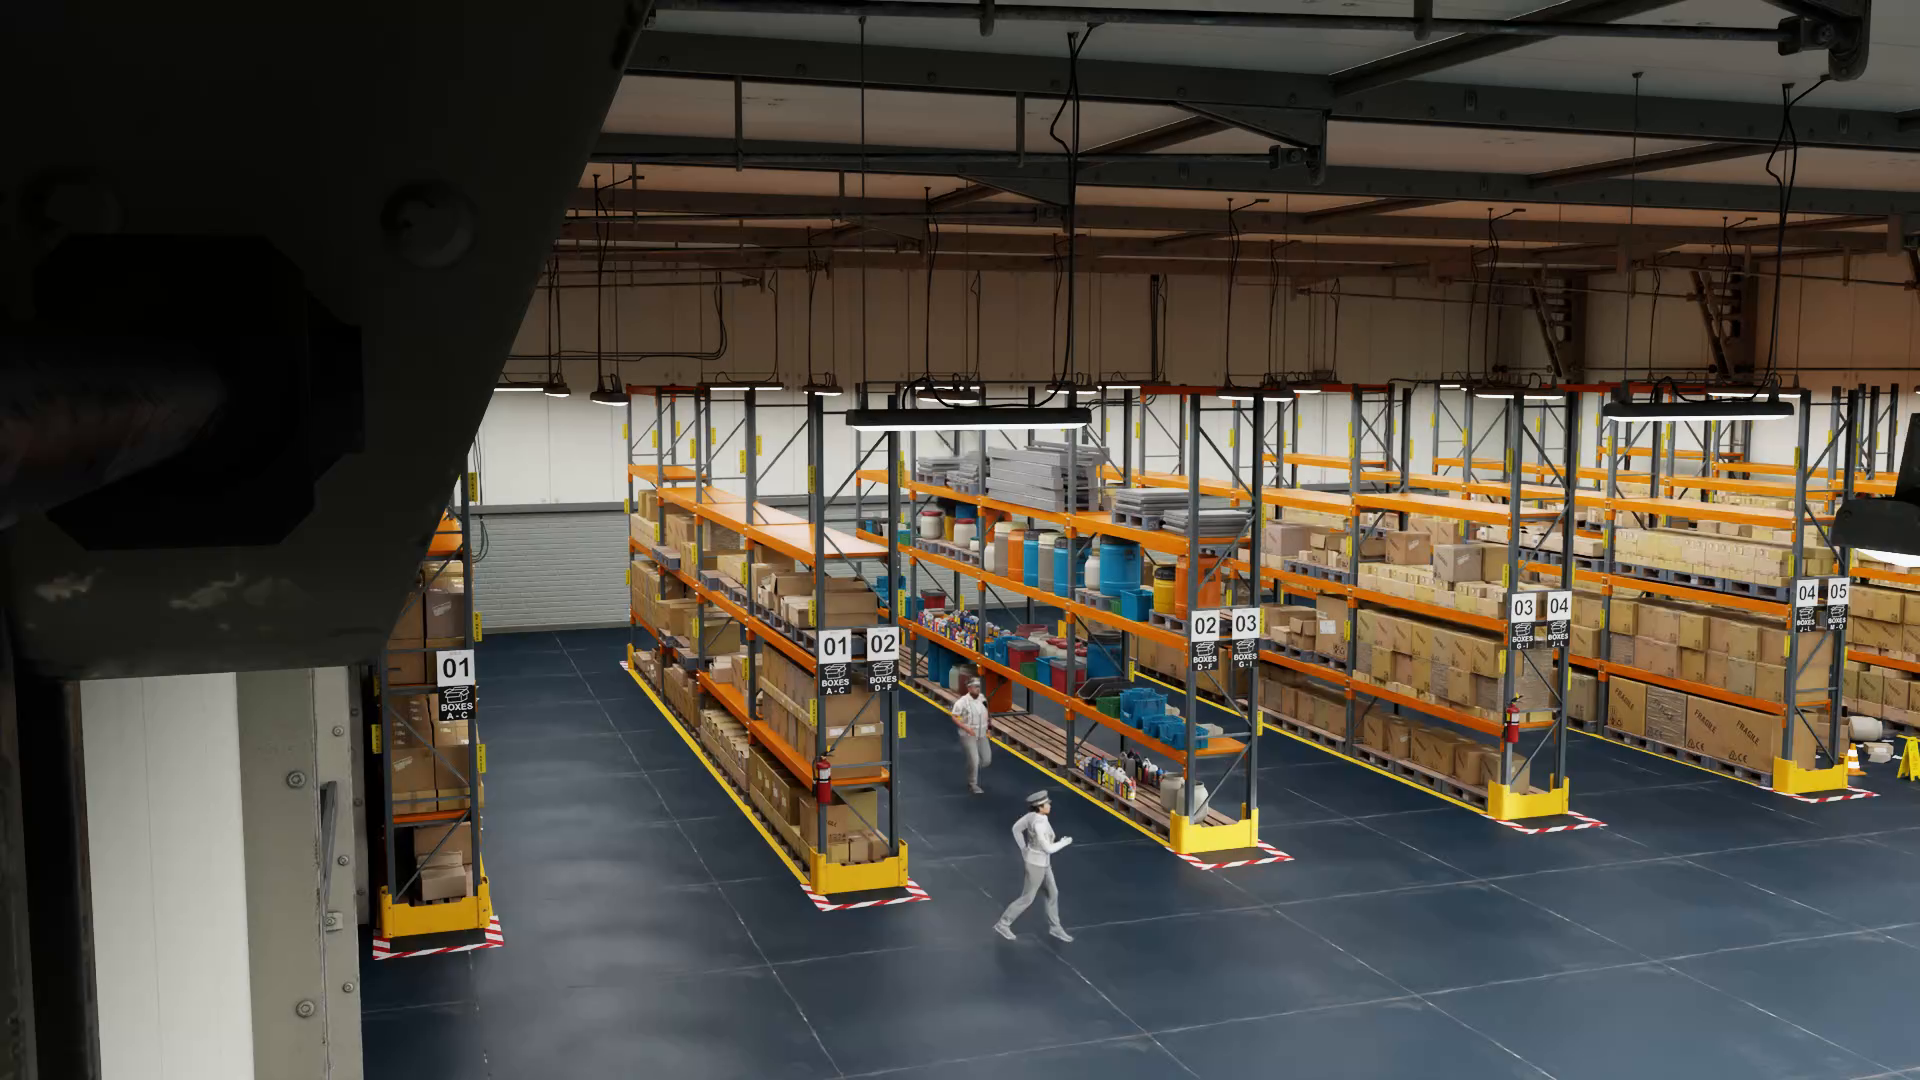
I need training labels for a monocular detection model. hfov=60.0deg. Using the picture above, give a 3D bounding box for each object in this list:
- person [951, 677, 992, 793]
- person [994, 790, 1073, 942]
[{"bbox_3d":[0.180,2.903,24.891,0.686,1.754,0.593,-4,7,-32],"label":"person"},{"bbox_3d":[0.812,3.590,18.243,0.883,1.720,0.589,0,6,-3],"label":"person"}]
